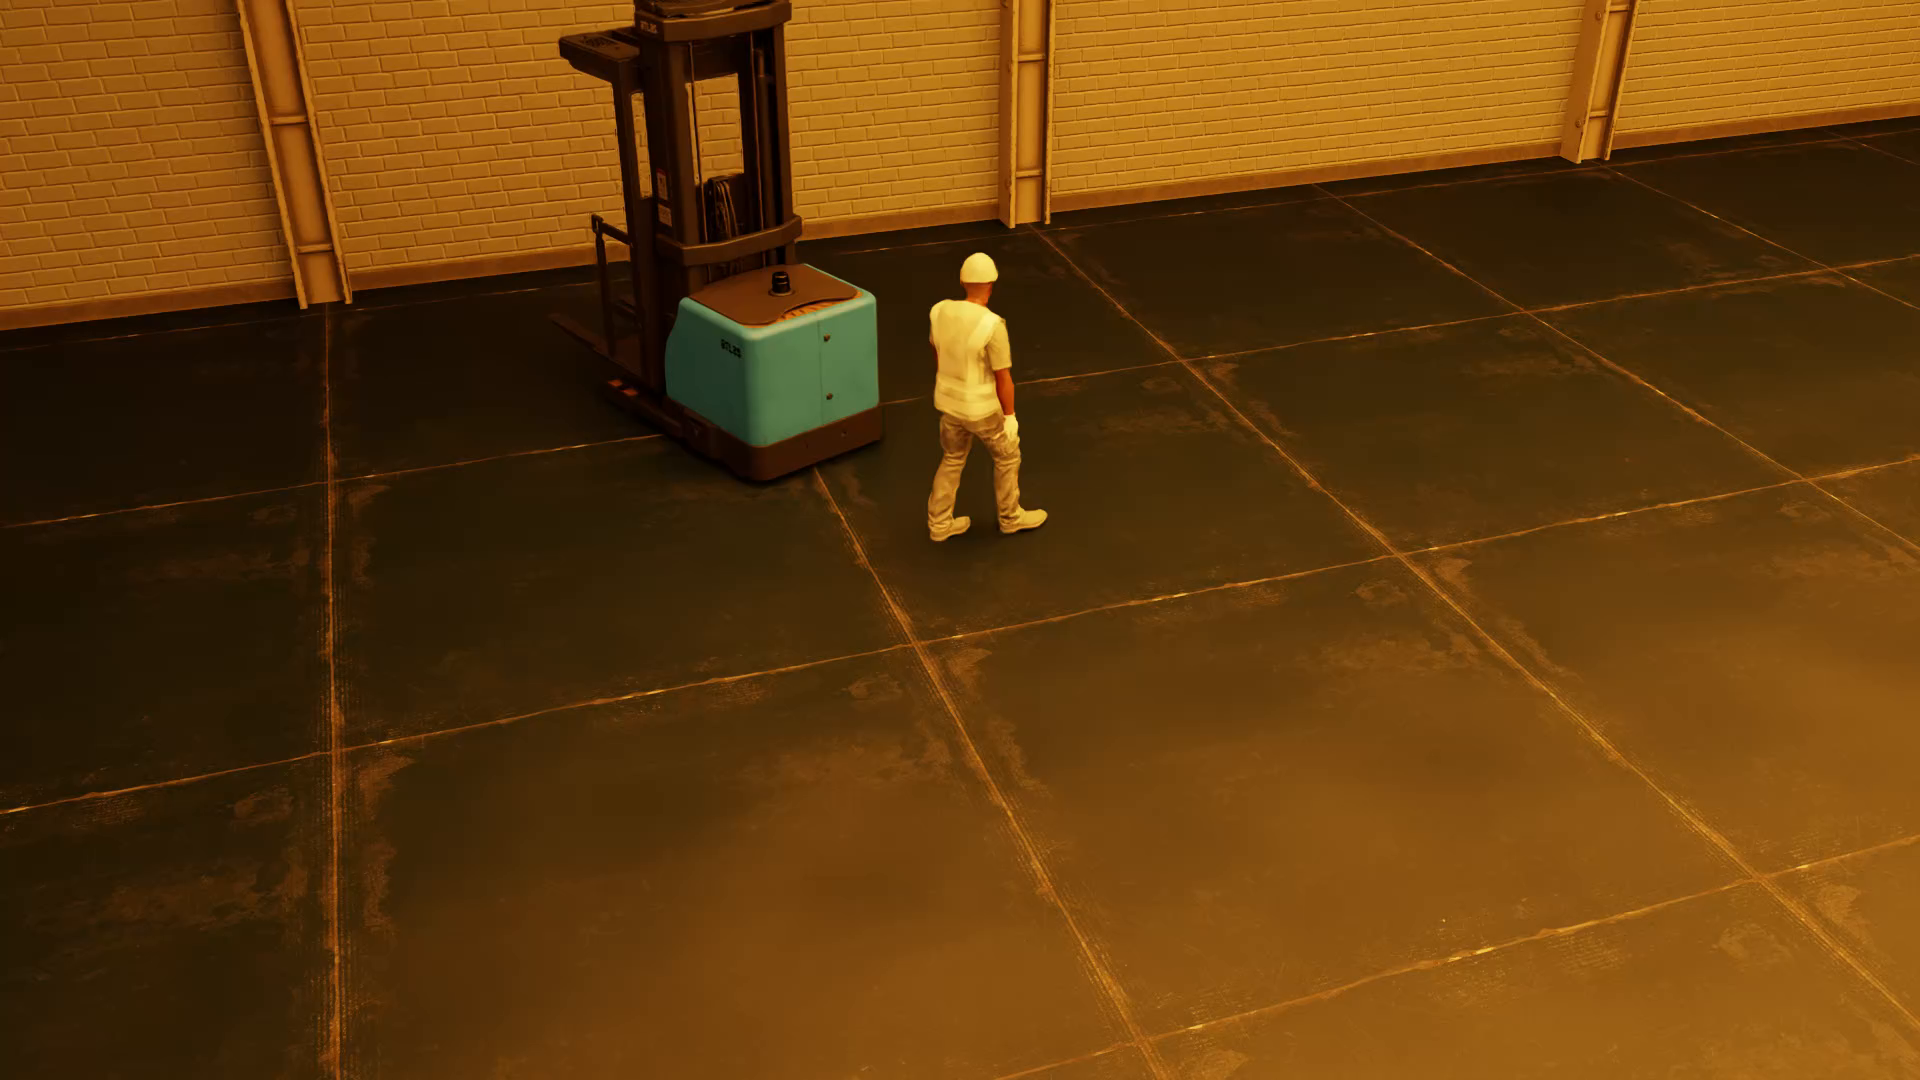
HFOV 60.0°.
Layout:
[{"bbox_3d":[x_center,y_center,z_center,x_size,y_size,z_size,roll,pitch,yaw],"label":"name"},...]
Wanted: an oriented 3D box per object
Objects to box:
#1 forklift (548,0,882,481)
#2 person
[{"bbox_3d":[-1.862,-2.303,11.089,1.130,2.935,3.031,-23,37,-35],"label":"forklift"},{"bbox_3d":[0.125,-0.830,9.723,0.717,1.761,0.643,24,38,35],"label":"person"}]
